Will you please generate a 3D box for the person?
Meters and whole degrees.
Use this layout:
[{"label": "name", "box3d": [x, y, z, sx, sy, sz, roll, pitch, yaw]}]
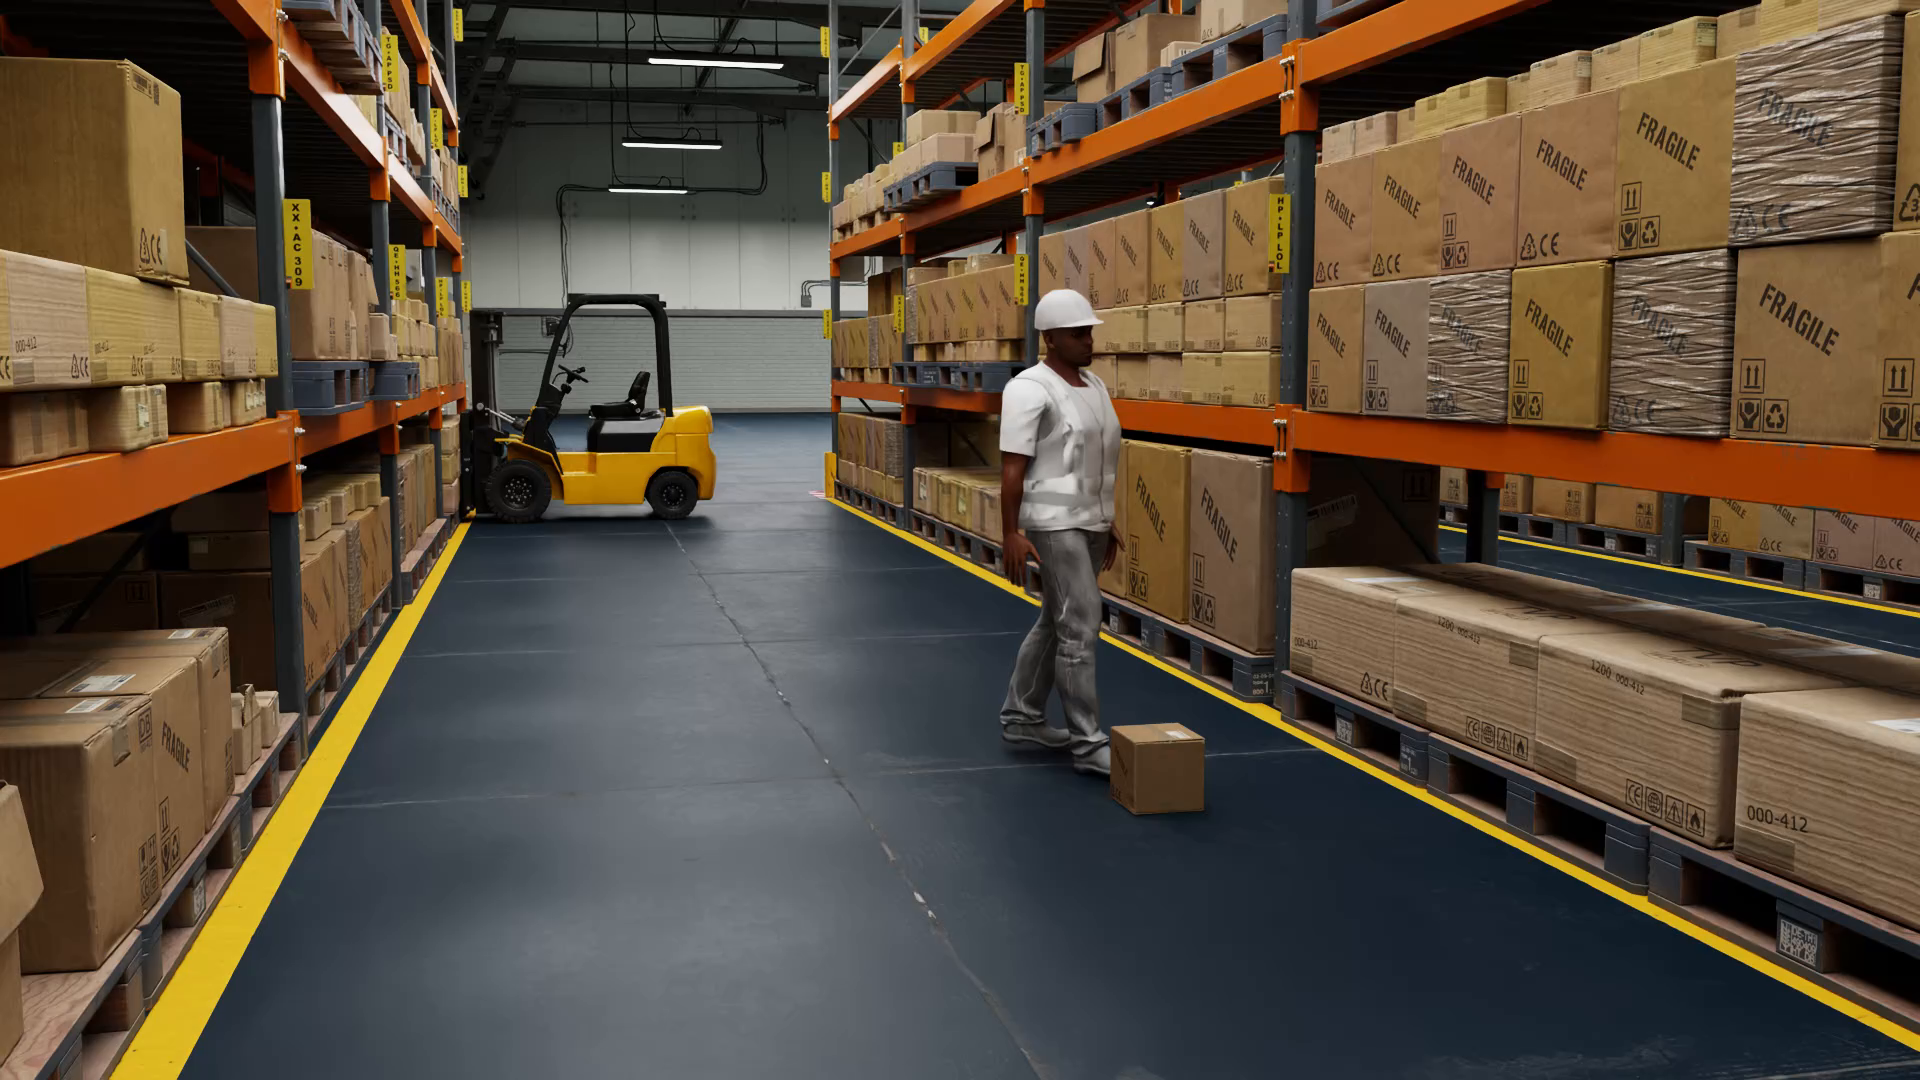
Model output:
[{"label": "person", "box3d": [0.436, -0.038, 6.171, 0.703, 1.764, 0.575, 4, 7, 33]}]
